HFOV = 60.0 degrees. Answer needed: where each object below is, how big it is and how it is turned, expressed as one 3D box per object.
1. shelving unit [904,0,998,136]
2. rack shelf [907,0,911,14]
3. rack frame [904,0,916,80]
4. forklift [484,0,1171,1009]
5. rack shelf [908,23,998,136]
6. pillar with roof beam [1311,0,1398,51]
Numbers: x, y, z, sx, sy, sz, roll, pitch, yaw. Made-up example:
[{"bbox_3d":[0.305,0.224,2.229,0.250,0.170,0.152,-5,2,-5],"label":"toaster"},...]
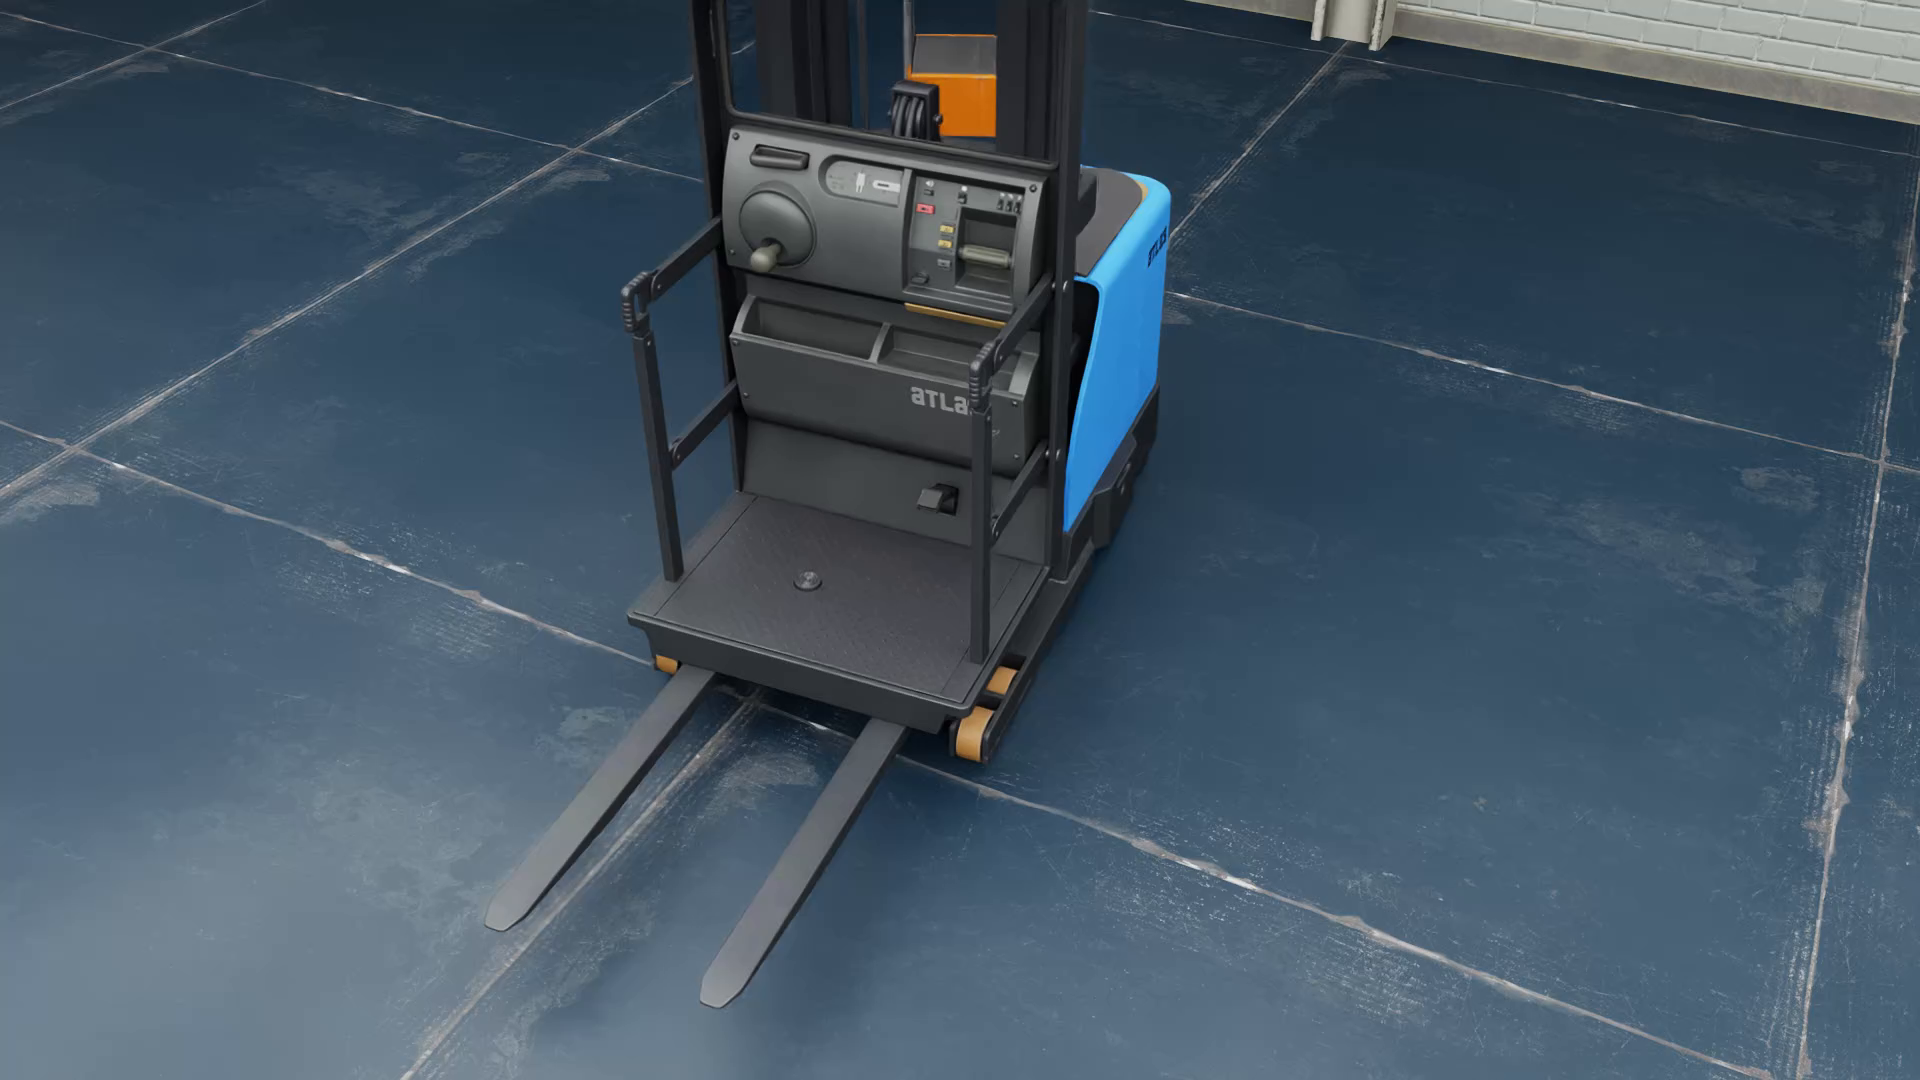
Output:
[{"bbox_3d":[0.065,-1.572,6.082,0.503,2.100,0.431,1,37,1],"label":"shelving unit"},{"bbox_3d":[0.069,-2.119,5.667,0.480,0.518,0.431,1,37,1],"label":"rack shelf"},{"bbox_3d":[-0.179,-1.577,6.087,0.015,2.100,0.400,1,37,1],"label":"rack frame"},{"bbox_3d":[-0.303,-0.807,4.389,1.130,2.935,3.031,14,39,17],"label":"forklift"},{"bbox_3d":[0.065,-1.561,6.090,0.480,0.518,0.431,1,37,1],"label":"rack shelf"},{"bbox_3d":[0.275,-4.172,3.803,0.400,9.000,9.100,17,41,21],"label":"pillar with roof beam"}]
